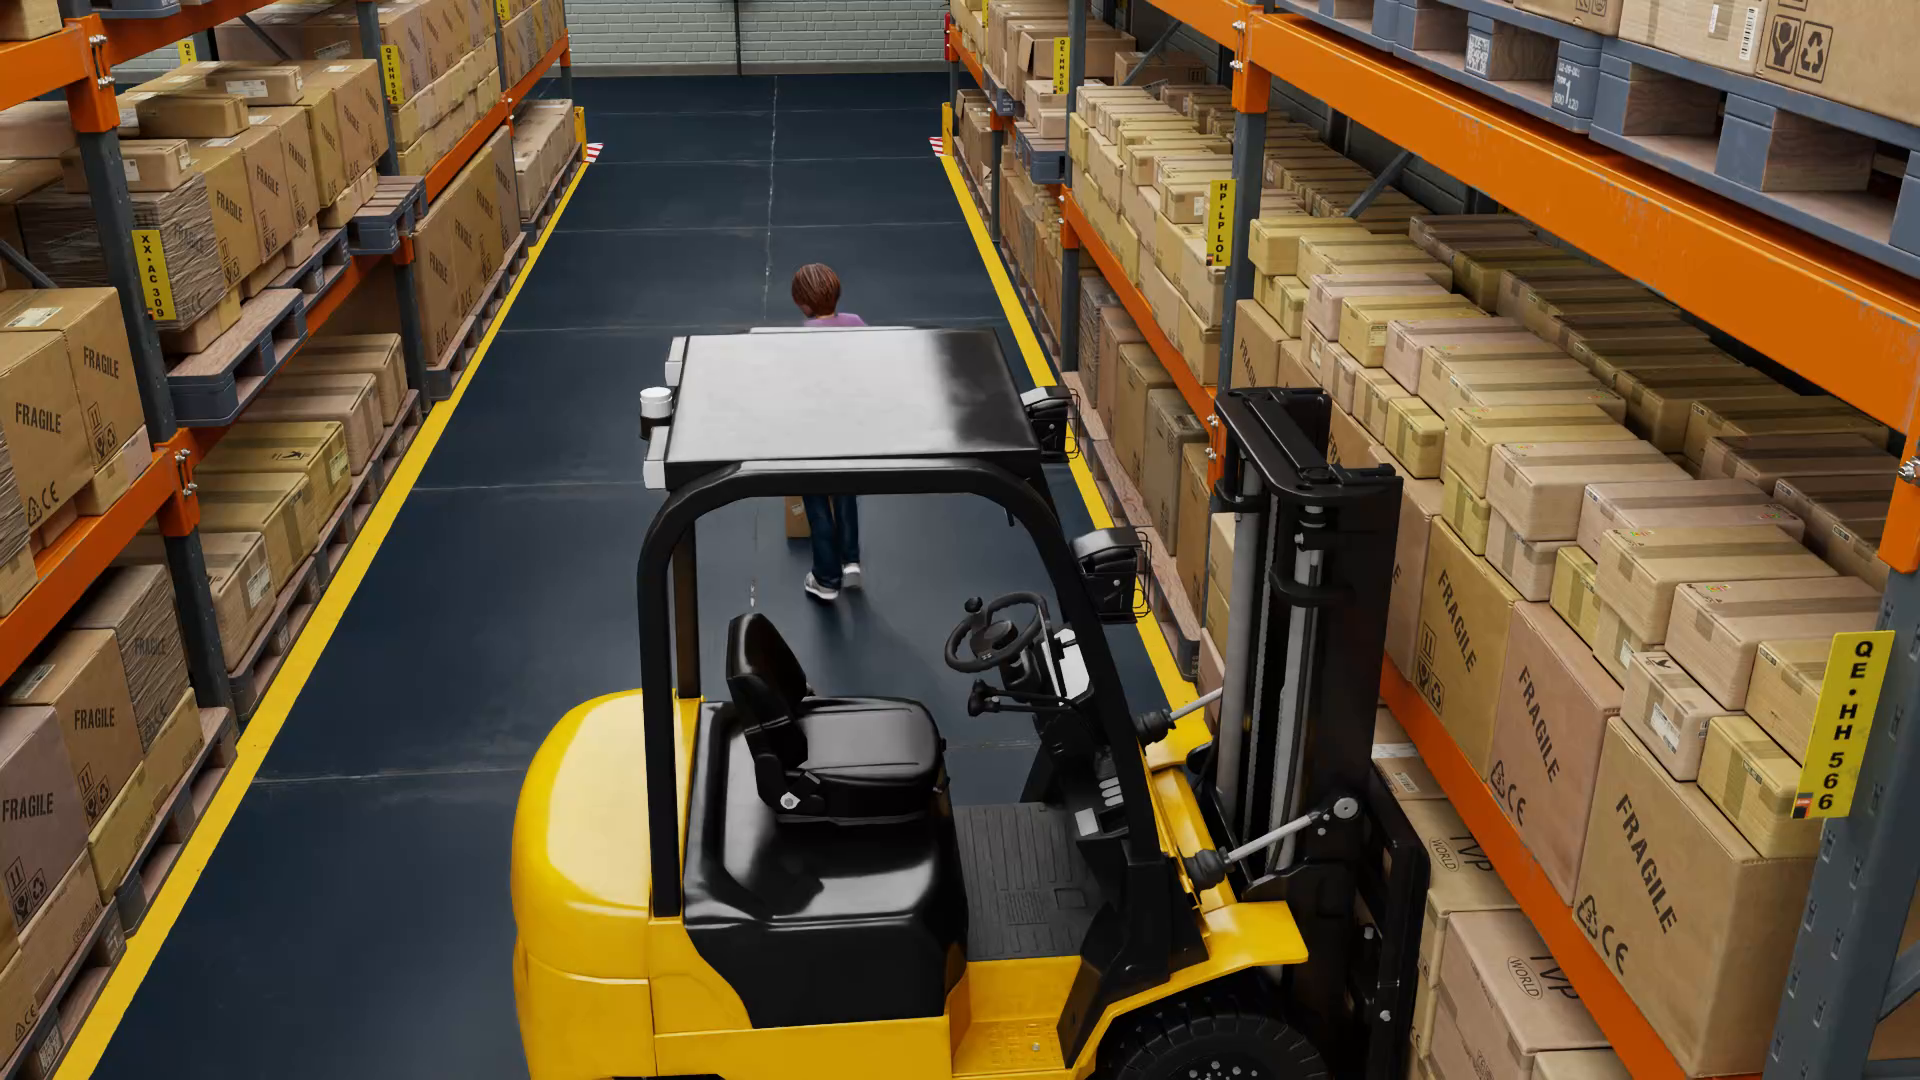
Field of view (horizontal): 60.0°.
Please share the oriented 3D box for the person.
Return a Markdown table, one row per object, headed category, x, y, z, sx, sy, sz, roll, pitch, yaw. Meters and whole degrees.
| category | x | y | z | sx | sy | sz | roll | pitch | yaw |
| --- | --- | --- | --- | --- | --- | --- | --- | --- | --- |
| person | -0.632 | -0.465 | 7.675 | 0.437 | 1.631 | 0.348 | -14 | 28 | -29 |
